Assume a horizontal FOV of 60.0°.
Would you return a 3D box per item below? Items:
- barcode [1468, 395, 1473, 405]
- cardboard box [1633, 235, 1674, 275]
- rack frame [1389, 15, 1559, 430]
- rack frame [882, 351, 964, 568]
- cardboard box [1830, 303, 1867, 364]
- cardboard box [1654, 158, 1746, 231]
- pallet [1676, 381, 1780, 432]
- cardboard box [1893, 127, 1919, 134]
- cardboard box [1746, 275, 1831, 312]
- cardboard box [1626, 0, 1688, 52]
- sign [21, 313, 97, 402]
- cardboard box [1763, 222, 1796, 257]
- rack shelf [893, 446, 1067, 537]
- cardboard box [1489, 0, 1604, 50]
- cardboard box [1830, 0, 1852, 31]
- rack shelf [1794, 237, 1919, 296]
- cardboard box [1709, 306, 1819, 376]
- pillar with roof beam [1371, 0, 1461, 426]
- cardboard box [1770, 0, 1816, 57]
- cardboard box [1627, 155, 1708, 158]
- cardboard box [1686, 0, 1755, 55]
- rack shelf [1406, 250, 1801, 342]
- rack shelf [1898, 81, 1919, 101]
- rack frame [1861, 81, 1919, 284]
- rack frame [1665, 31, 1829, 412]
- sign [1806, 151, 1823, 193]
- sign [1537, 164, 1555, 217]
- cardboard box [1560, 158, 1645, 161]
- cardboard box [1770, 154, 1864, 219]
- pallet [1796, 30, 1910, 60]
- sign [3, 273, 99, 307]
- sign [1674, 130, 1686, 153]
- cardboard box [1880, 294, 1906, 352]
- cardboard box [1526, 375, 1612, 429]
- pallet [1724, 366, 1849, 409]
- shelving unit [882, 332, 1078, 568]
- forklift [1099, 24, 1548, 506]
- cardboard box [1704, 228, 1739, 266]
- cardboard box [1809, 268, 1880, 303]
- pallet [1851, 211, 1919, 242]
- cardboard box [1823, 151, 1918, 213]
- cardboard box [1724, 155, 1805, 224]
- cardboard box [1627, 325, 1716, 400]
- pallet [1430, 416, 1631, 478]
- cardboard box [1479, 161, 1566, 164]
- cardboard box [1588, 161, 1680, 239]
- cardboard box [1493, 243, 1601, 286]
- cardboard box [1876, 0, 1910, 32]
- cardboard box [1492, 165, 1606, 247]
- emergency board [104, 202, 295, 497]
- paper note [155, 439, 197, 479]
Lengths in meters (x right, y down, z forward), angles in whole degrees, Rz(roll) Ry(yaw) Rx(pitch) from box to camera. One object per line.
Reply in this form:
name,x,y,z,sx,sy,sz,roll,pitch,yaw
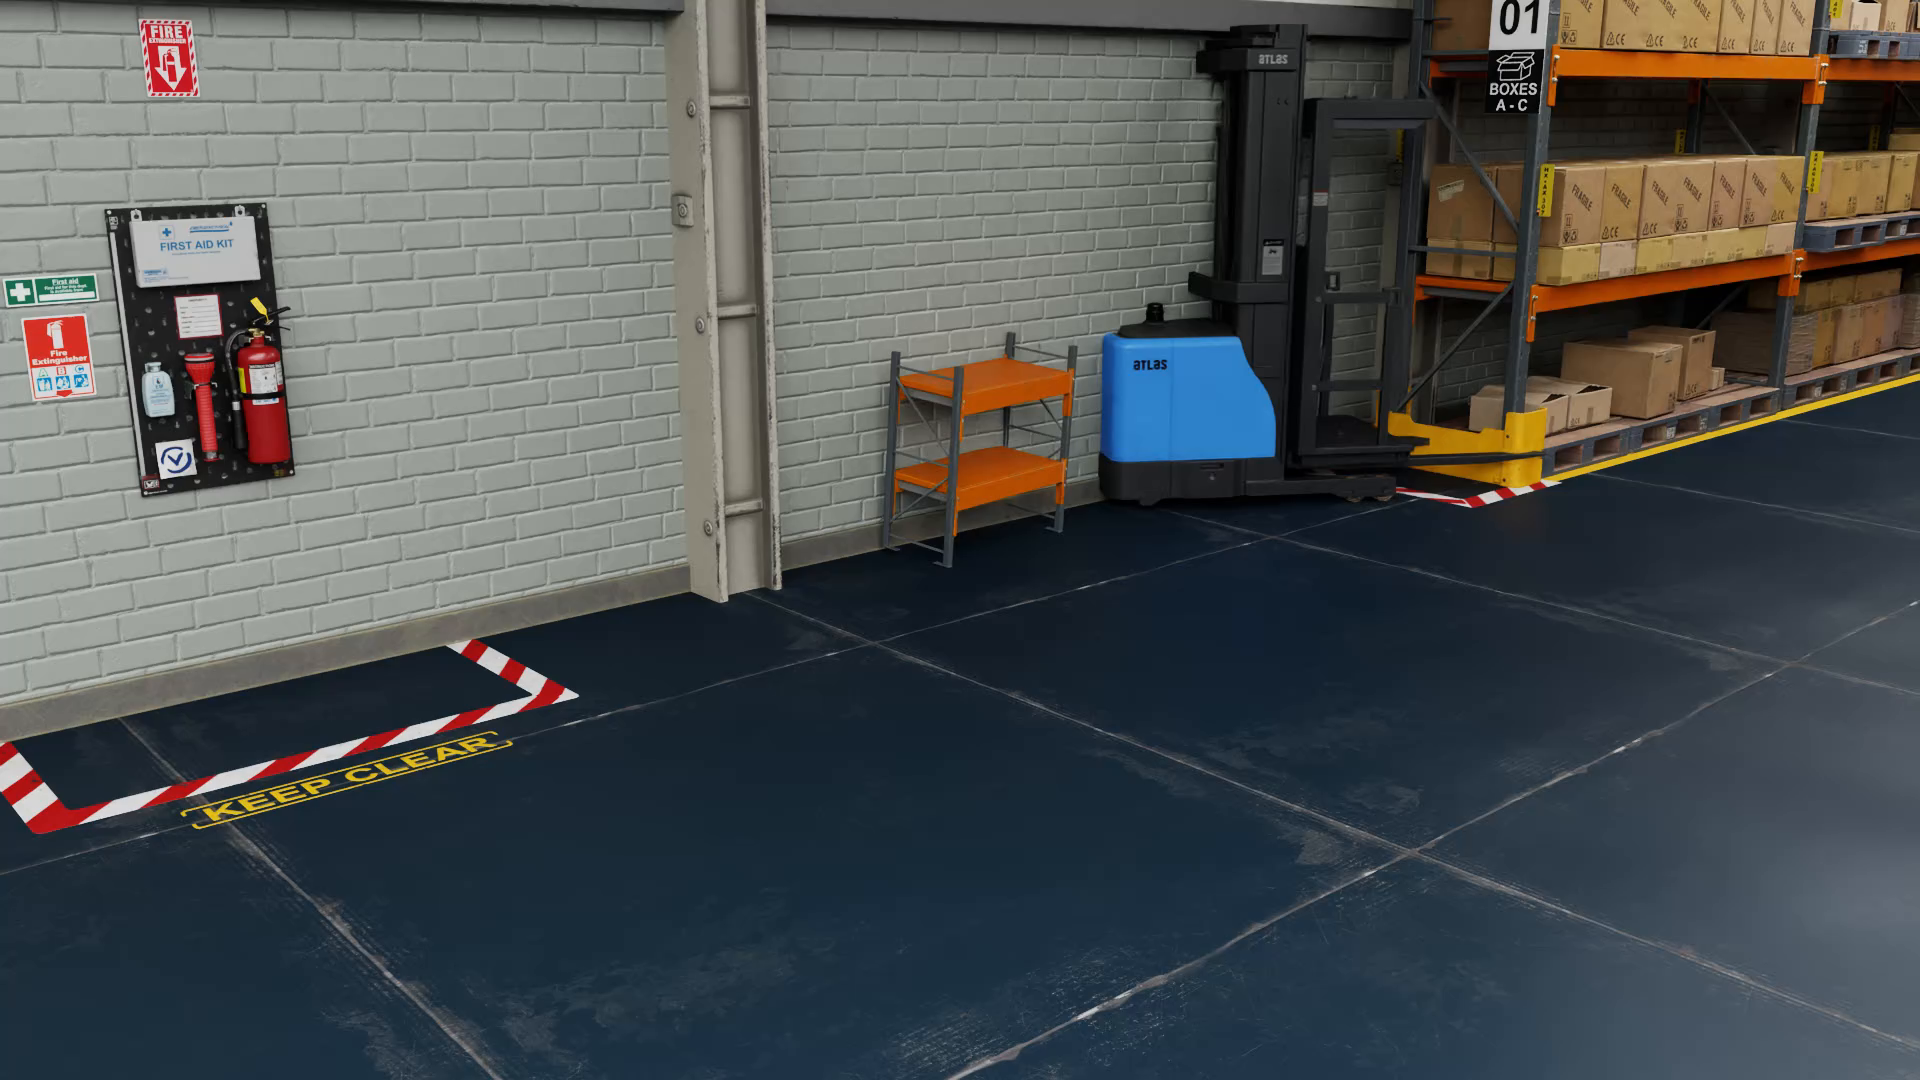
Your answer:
barcode,3.712,-1.018,12.089,0.075,0.075,0.001,-13,19,-39
cardboard box,4.727,-2.053,11.877,0.500,0.250,0.500,-13,20,-40
rack frame,3.380,-1.919,11.124,0.127,3.000,1.000,-13,19,-39
rack frame,-0.210,-0.442,9.152,0.500,1.125,0.032,18,22,37
cardboard box,7.710,-1.906,15.063,0.500,0.500,0.700,-12,19,-39
cardboard box,5.484,-2.587,12.423,0.500,0.500,0.500,-13,20,-41
pallet,5.914,-1.129,13.568,1.213,0.211,1.003,-13,19,-39
cardboard box,9.587,-3.966,16.523,0.500,0.250,0.500,-12,19,-38
cardboard box,7.272,-2.167,14.590,0.500,0.250,0.500,-13,20,-41
cardboard box,4.614,-3.607,11.398,0.500,0.500,0.500,-12,19,-37
sign,-3.560,-0.722,6.573,0.234,0.329,0.001,-13,19,-39
cardboard box,6.239,-2.395,13.156,0.500,0.250,0.500,-13,19,-39
rack shelf,0.103,-0.309,9.601,0.538,0.278,1.000,18,22,37
cardboard box,3.796,-3.435,10.751,0.500,0.500,0.500,-12,19,-38
cardboard box,6.862,-4.375,13.495,0.500,0.500,0.500,-9,18,-32
rack shelf,7.906,-2.588,15.022,4.000,0.370,1.077,-13,19,-39
cardboard box,6.942,-1.730,14.405,0.500,0.500,0.700,-12,19,-38
pillar with roof beam,6.166,-4.267,8.286,0.400,9.000,9.100,-13,19,-39
cardboard box,6.177,-3.970,12.756,0.500,0.500,0.500,-12,19,-38
cardboard box,5.513,-2.771,13.109,0.500,0.500,0.500,-13,20,-40
cardboard box,5.396,-3.786,12.067,0.500,0.500,0.500,-14,20,-41
rack shelf,4.889,-1.911,12.485,4.000,0.370,1.077,-13,19,-39
rack shelf,10.924,-4.715,17.171,4.000,0.370,1.077,-13,19,-39
rack frame,9.415,-3.275,16.197,0.127,3.000,1.000,-13,19,-39
rack frame,6.397,-2.597,13.660,0.127,3.000,1.000,-13,19,-39
sign,6.759,-2.911,13.158,0.005,0.325,0.100,-13,19,-39
sign,3.736,-2.232,10.616,0.005,0.325,0.100,-13,19,-39
cardboard box,4.749,-2.597,12.460,0.500,0.500,0.500,-12,19,-39
cardboard box,7.230,-3.031,14.238,0.500,0.500,0.700,-10,18,-34
pallet,6.933,-4.039,13.611,1.003,0.211,1.213,-13,19,-39
sign,-3.551,-0.978,6.501,0.331,0.109,0.001,-13,19,-39
sign,6.030,-3.264,13.913,0.005,0.325,0.100,-13,19,-39
cardboard box,8.441,-2.083,15.726,0.500,0.500,0.700,-13,20,-39
cardboard box,4.391,-1.029,12.148,0.500,0.311,0.500,-11,18,-35
pallet,6.984,-1.382,14.515,1.213,0.211,1.003,-13,19,-39
shelving unit,0.118,-0.541,9.527,0.538,1.125,1.048,18,22,37
forklift,2.350,-1.789,10.770,3.031,2.935,1.130,-3,15,-9
cardboard box,5.489,-2.224,12.516,0.500,0.250,0.500,-13,20,-40
cardboard box,8.050,-2.337,15.226,0.500,0.250,0.500,-13,20,-40
pallet,7.949,-2.839,14.937,1.213,0.211,1.003,-13,19,-39
cardboard box,8.142,-3.239,15.016,0.500,0.500,0.700,-13,19,-39
cardboard box,6.244,-2.756,13.055,0.500,0.500,0.500,-13,20,-39
cardboard box,5.641,-1.418,13.239,0.500,0.500,0.500,14,21,43
pallet,4.073,-0.716,12.021,1.213,0.211,1.003,-13,19,-39
cardboard box,3.982,-2.424,11.809,0.500,0.500,0.500,-12,19,-39
cardboard box,4.711,-2.409,11.757,0.500,0.500,0.500,-13,20,-41
cardboard box,3.957,-1.878,11.218,0.500,0.250,0.500,-13,20,-41
cardboard box,7.793,-4.583,14.277,0.500,0.500,0.500,-14,20,-41
cardboard box,3.937,-2.241,11.127,0.500,0.500,0.500,-13,19,-39
emergency board,-3.075,-0.779,6.853,0.643,1.169,0.194,-13,19,-39
paper note,-3.254,-0.337,6.905,0.142,0.148,0.016,-13,19,-39
